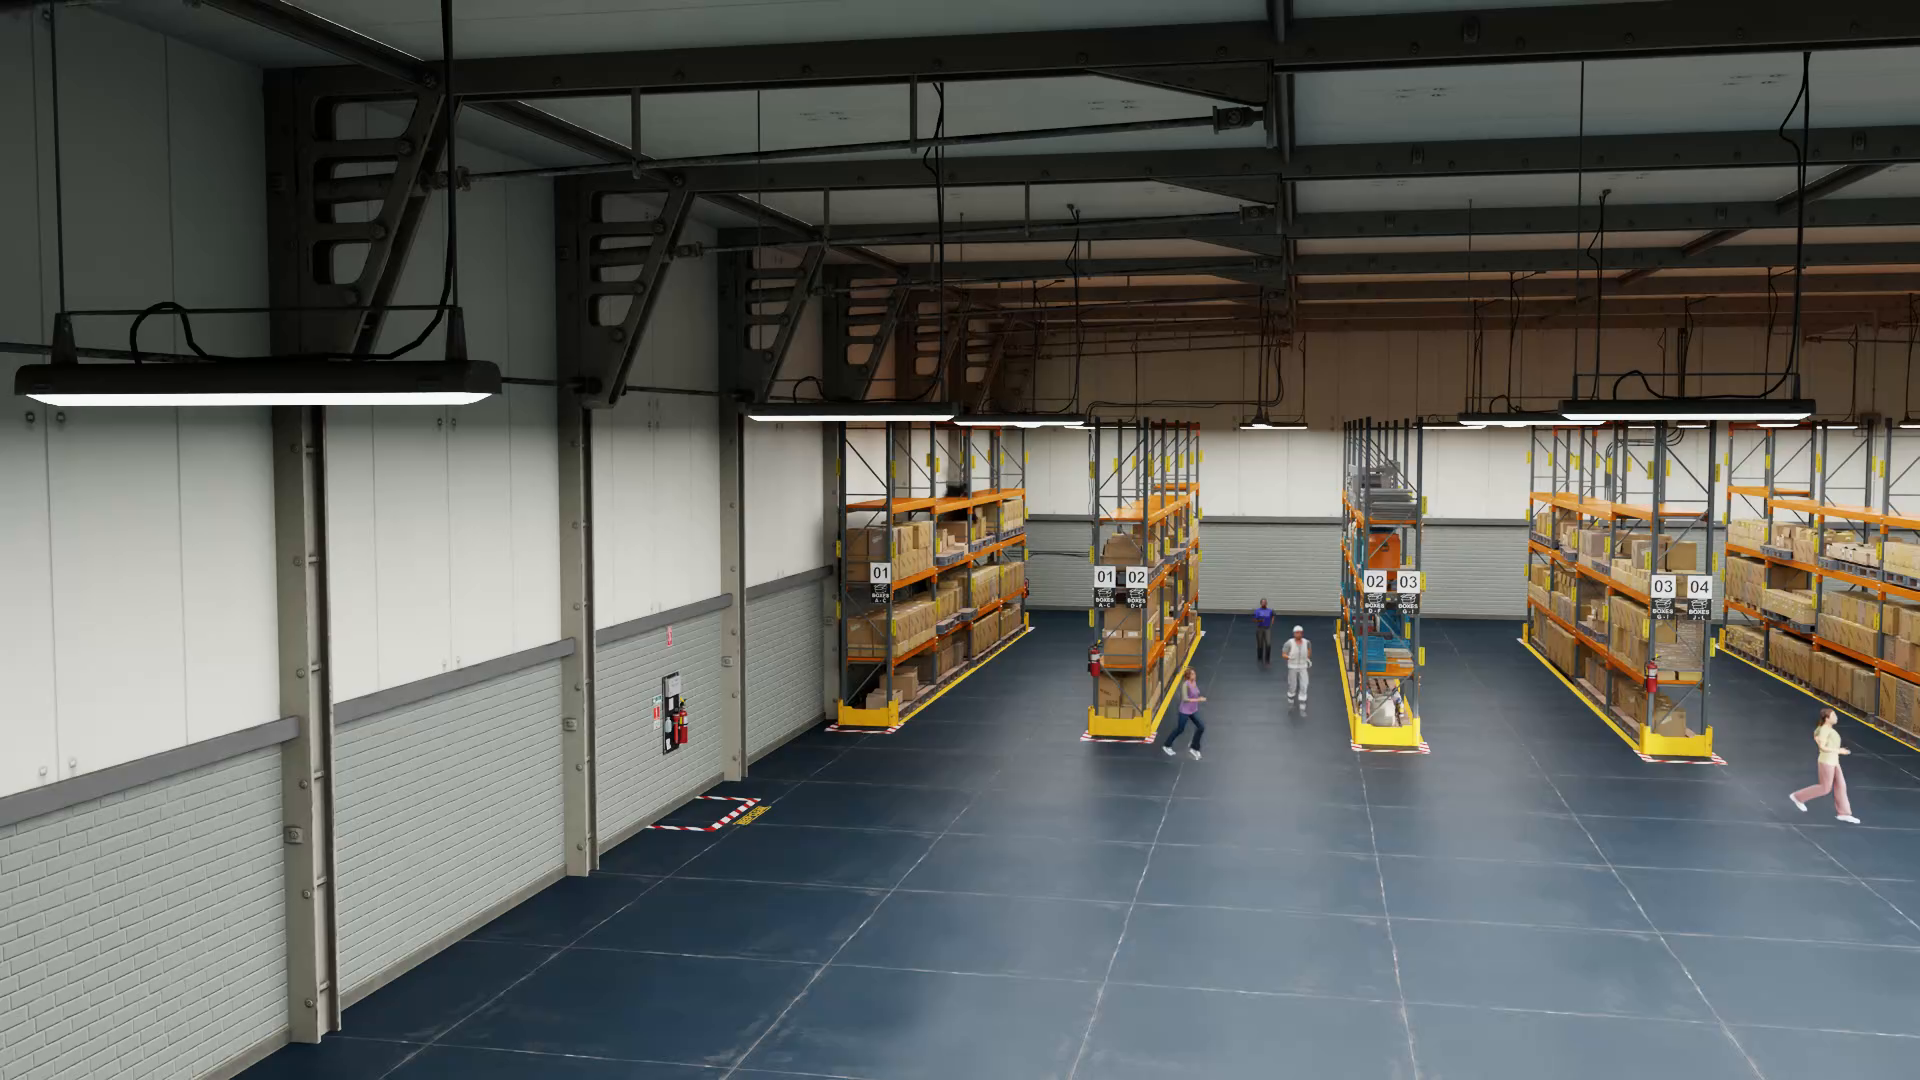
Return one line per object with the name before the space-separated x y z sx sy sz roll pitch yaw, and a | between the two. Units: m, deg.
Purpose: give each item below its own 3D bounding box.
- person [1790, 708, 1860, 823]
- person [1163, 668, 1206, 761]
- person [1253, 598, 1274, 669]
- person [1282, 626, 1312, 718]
person | 12.741 3.297 24.452 0.935 1.657 0.578 3 5 36
person | 3.975 3.037 29.107 0.835 1.626 0.547 3 5 42
person | 7.404 2.271 40.516 0.556 1.714 0.714 0 4 3
person | 6.837 2.636 33.752 0.613 1.823 0.889 0 4 3
